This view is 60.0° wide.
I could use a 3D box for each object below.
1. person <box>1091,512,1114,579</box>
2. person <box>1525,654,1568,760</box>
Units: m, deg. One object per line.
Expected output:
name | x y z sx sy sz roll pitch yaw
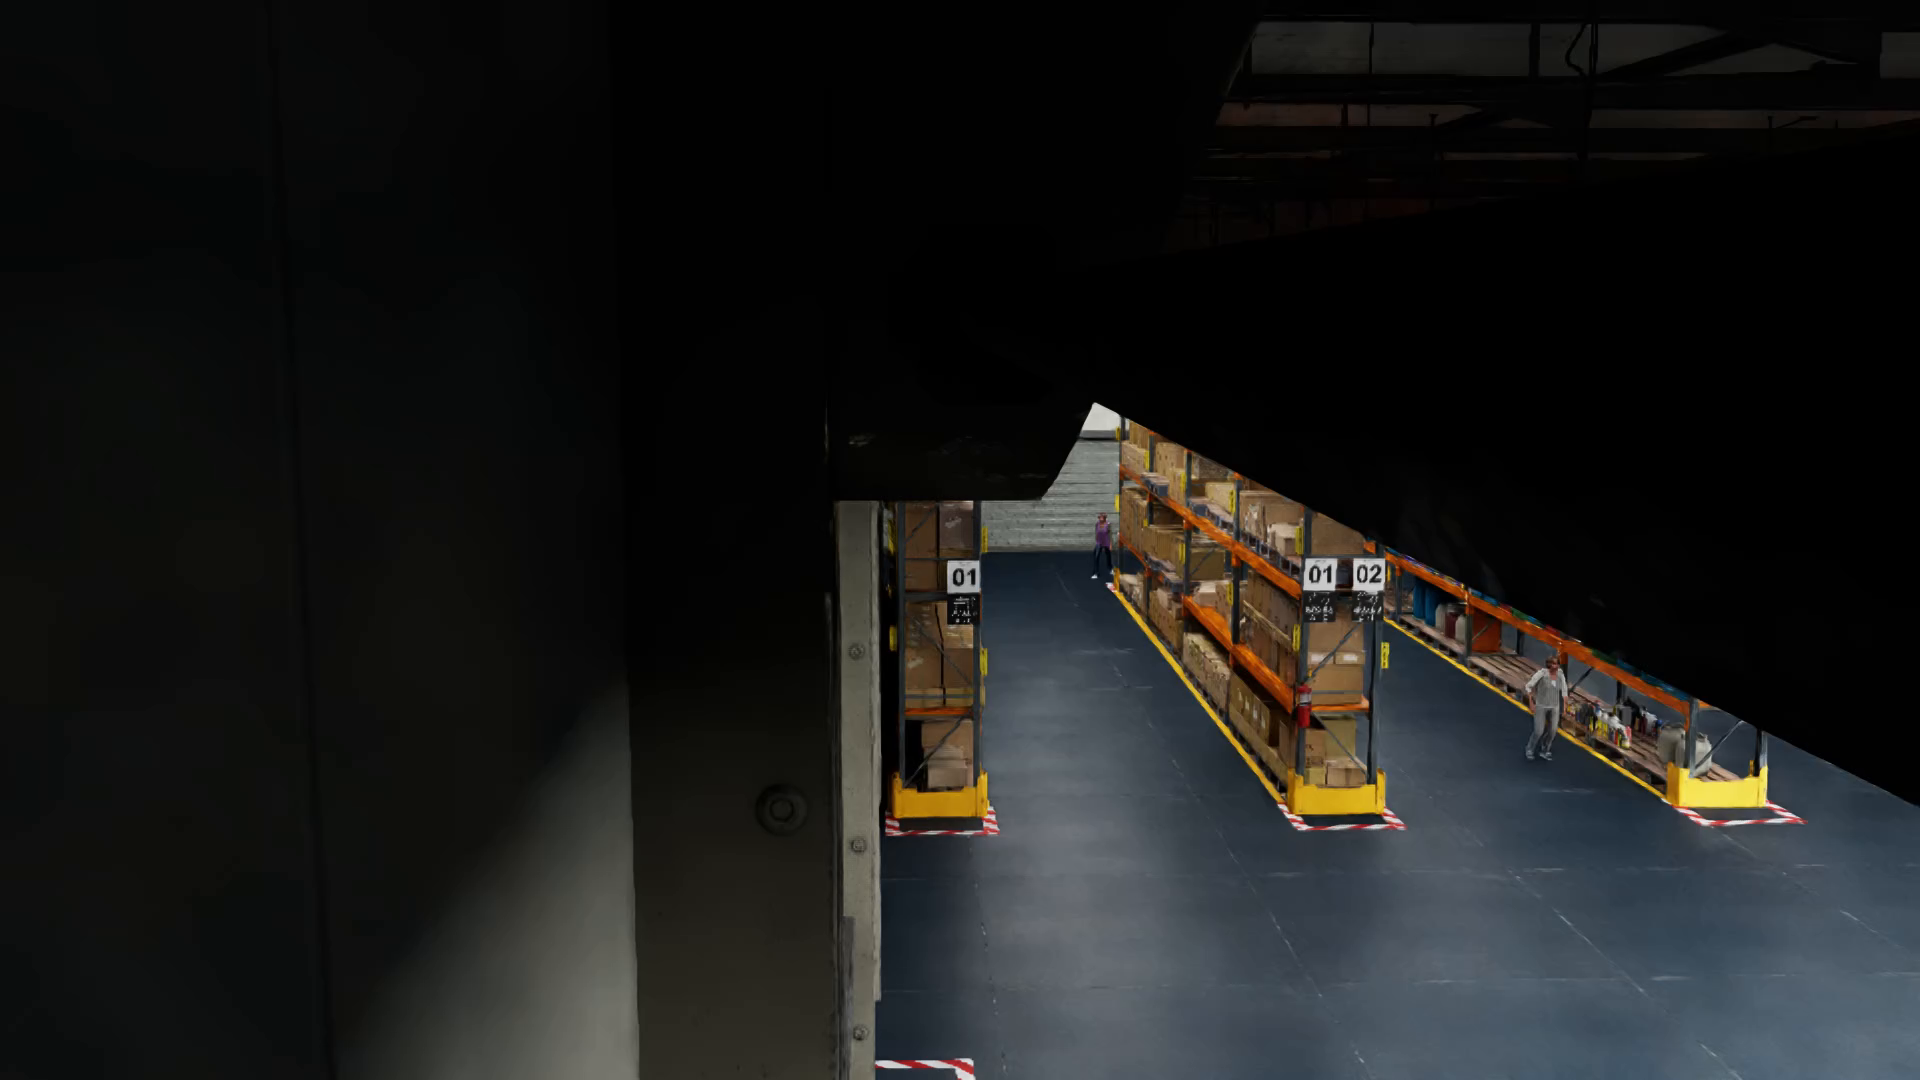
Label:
person | 3.293 0.099 38.027 0.453 1.534 0.883 3 9 20
person | 8.071 2.291 22.915 0.566 1.541 0.519 -1 8 -5
